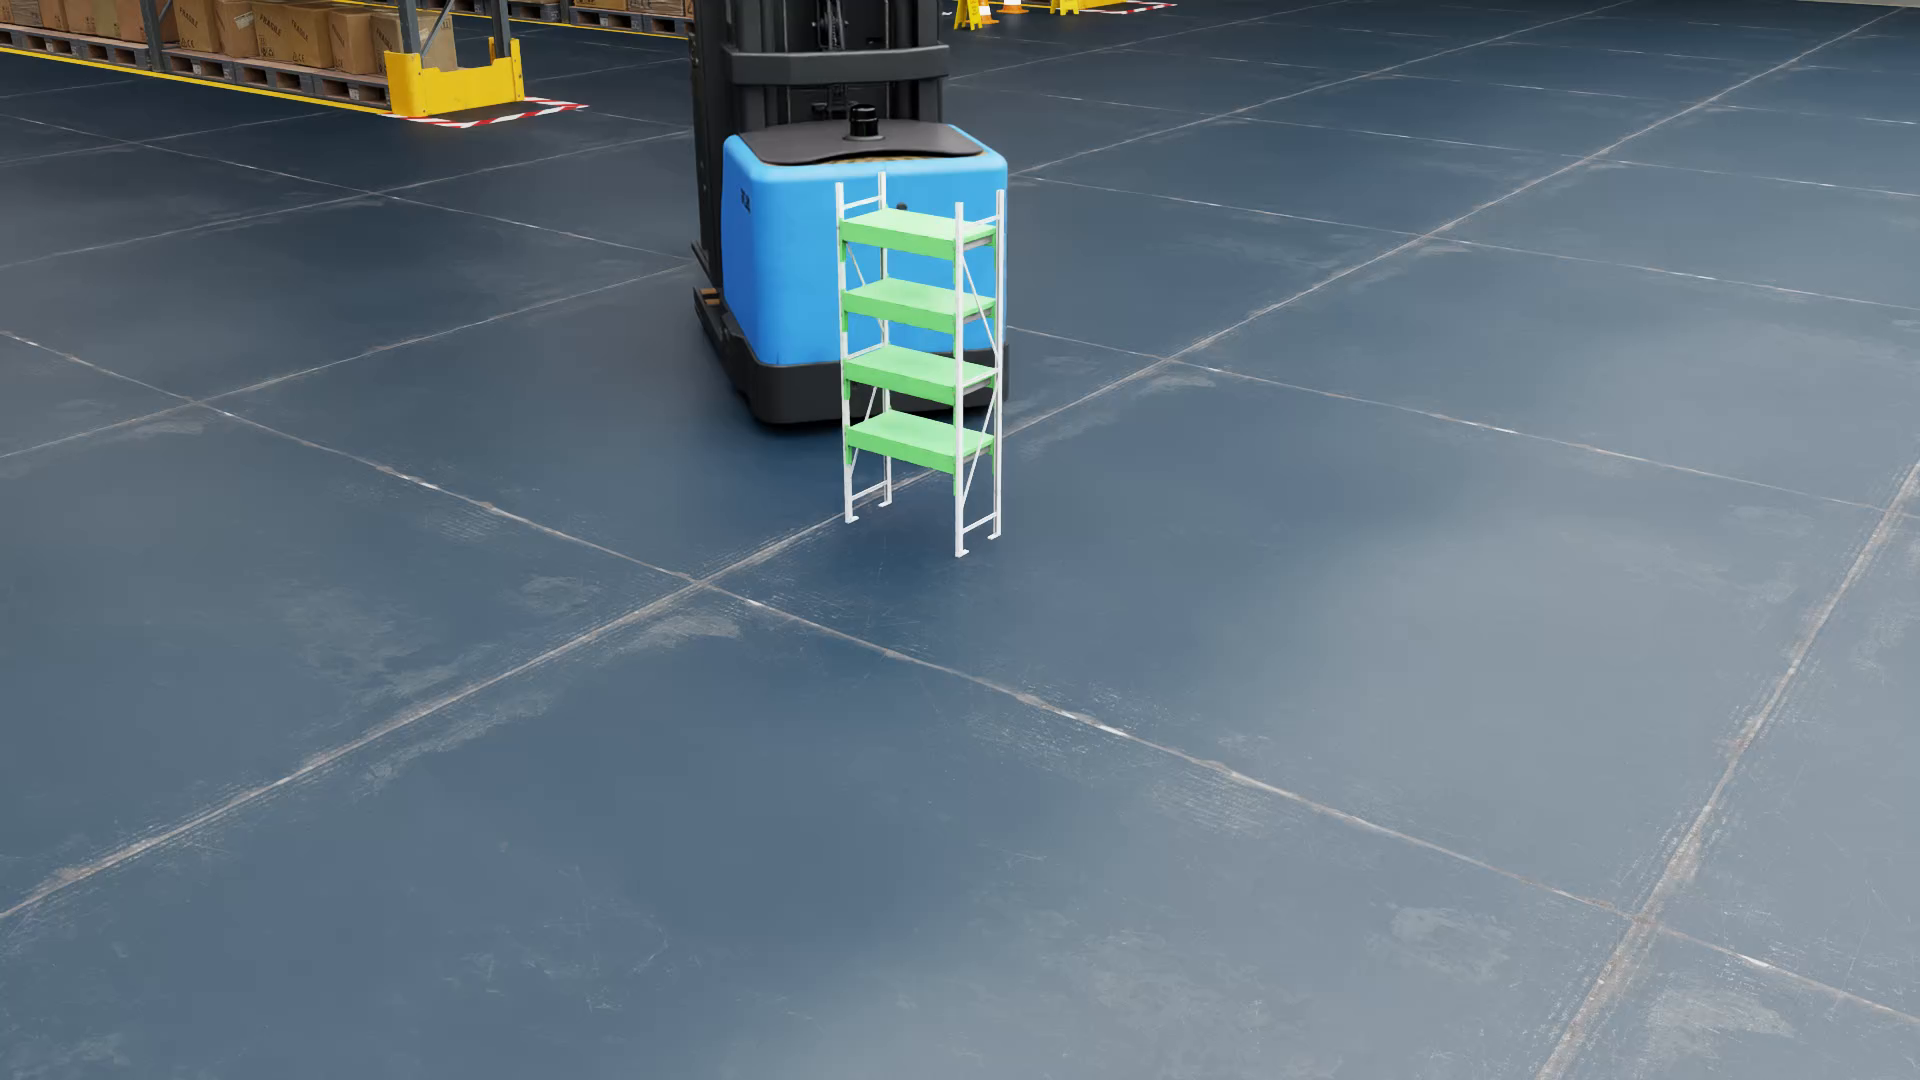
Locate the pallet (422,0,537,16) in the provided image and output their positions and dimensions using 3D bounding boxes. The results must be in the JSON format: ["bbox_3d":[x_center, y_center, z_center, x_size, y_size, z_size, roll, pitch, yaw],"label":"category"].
[{"bbox_3d":[-5.962,-6.752,20.813,1.213,0.211,1.003,17,29,33],"label":"pallet"}]

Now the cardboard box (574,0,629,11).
[{"bbox_3d":[-3.858,-6.616,19.160,0.875,0.875,0.875,17,29,34],"label":"cardboard box"}]

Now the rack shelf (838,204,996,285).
[{"bbox_3d":[-0.132,-0.970,5.431,0.480,0.148,0.258,17,29,33],"label":"rack shelf"}]

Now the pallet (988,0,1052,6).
[{"bbox_3d":[1.080,-7.175,21.774,1.213,0.211,1.003,17,29,33],"label":"pallet"}]

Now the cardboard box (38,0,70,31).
[{"bbox_3d":[-9.118,-5.599,17.293,0.500,0.500,0.700,20,31,38],"label":"cardboard box"}]

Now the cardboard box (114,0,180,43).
[{"bbox_3d":[-7.853,-5.208,16.405,0.500,0.500,0.700,14,28,29],"label":"cardboard box"}]

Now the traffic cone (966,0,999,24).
[{"bbox_3d":[0.258,-6.312,19.501,0.334,0.463,0.336,17,29,33],"label":"traffic cone"}]

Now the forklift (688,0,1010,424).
[{"bbox_3d":[-0.683,-2.373,7.500,1.130,2.935,3.031,-6,25,-14],"label":"forklift"}]

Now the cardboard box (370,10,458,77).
[{"bbox_3d":[-4.663,-4.233,14.216,0.500,0.500,0.500,-20,31,-38],"label":"cardboard box"}]

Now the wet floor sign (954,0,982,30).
[{"bbox_3d":[0.092,-6.158,18.927,0.232,0.644,0.267,12,26,24],"label":"wet floor sign"}]

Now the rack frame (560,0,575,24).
[{"bbox_3d":[-4.319,-7.571,19.213,0.127,3.000,1.000,17,29,33],"label":"rack frame"}]

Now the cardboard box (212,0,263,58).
[{"bbox_3d":[-6.616,-4.798,15.498,0.500,0.500,0.500,-16,28,-31],"label":"cardboard box"}]

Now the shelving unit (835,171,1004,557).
[{"bbox_3d":[-0.132,-0.589,5.599,0.503,1.200,0.258,17,29,33],"label":"shelving unit"}]

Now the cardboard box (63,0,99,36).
[{"bbox_3d":[-8.671,-5.465,16.987,0.500,0.500,0.700,14,27,29],"label":"cardboard box"}]

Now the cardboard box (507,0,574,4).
[{"bbox_3d":[-4.870,-6.855,19.857,0.750,0.750,1.050,17,29,33],"label":"cardboard box"}]

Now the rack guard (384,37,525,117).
[{"bbox_3d":[-4.235,-3.902,13.987,0.348,0.500,1.175,17,29,33],"label":"rack guard"}]

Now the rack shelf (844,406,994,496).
[{"bbox_3d":[-0.132,-0.311,5.721,0.480,0.148,0.258,17,29,33],"label":"rack shelf"}]

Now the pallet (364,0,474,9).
[{"bbox_3d":[-6.934,-7.047,21.483,1.213,0.211,1.003,17,29,33],"label":"pallet"}]

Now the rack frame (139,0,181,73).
[{"bbox_3d":[-7.375,-5.995,15.637,0.127,3.000,1.000,17,29,33],"label":"rack frame"}]

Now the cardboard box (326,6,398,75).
[{"bbox_3d":[-5.162,-4.366,14.519,0.500,0.500,0.500,-17,29,-34],"label":"cardboard box"}]

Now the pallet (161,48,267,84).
[{"bbox_3d":[-6.816,-4.568,15.856,1.213,0.211,1.003,17,29,33],"label":"pallet"}]

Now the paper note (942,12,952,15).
[{"bbox_3d":[-0.181,-6.453,20.358,0.142,0.019,0.148,7,25,15],"label":"paper note"}]

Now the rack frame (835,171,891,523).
[{"bbox_3d":[-0.328,-0.648,5.733,0.015,1.200,0.240,17,29,33],"label":"rack frame"}]

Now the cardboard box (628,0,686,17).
[{"bbox_3d":[-3.134,-6.400,18.669,0.875,0.875,0.875,17,29,34],"label":"cardboard box"}]

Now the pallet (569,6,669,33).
[{"bbox_3d":[-3.757,-6.086,19.301,1.213,0.211,1.003,17,29,33],"label":"pallet"}]

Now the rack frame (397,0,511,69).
[{"bbox_3d":[-4.174,-5.028,13.441,0.127,3.000,1.000,17,29,33],"label":"rack frame"}]

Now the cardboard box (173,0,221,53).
[{"bbox_3d":[-7.079,-4.934,15.807,0.500,0.500,0.500,16,28,32],"label":"cardboard box"}]

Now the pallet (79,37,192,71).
[{"bbox_3d":[-7.998,-4.907,16.625,1.213,0.211,1.003,17,29,33],"label":"pallet"}]

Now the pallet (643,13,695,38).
[{"bbox_3d":[-2.777,-5.791,18.632,1.213,0.211,1.003,17,29,33],"label":"pallet"}]

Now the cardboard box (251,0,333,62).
[{"bbox_3d":[-6.072,-4.673,15.215,0.500,0.500,0.500,14,27,29],"label":"cardboard box"}]

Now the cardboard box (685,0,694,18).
[{"bbox_3d":[-2.406,-6.178,18.167,0.875,0.875,0.875,16,29,32],"label":"cardboard box"}]

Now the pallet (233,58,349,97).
[{"bbox_3d":[-5.836,-4.273,15.187,1.213,0.211,1.003,17,29,33],"label":"pallet"}]

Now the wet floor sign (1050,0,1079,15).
[{"bbox_3d":[1.280,-6.757,20.285,0.267,0.644,0.232,-15,28,-30],"label":"wet floor sign"}]

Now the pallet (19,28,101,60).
[{"bbox_3d":[-8.979,-5.202,17.294,1.213,0.211,1.003,17,29,33],"label":"pallet"}]

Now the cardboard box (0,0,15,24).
[{"bbox_3d":[-10.027,-5.864,17.894,0.500,0.500,0.700,15,28,31],"label":"cardboard box"}]

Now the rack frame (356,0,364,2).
[{"bbox_3d":[-7.520,-8.538,21.408,0.127,3.000,1.000,17,29,33],"label":"rack frame"}]

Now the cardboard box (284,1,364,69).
[{"bbox_3d":[-5.652,-4.524,14.876,0.500,0.500,0.500,20,31,38],"label":"cardboard box"}]

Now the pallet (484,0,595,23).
[{"bbox_3d":[-4.982,-6.457,20.144,1.213,0.211,1.003,17,29,33],"label":"pallet"}]

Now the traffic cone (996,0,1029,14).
[{"bbox_3d":[0.652,-6.752,20.501,0.334,0.463,0.336,17,29,33],"label":"traffic cone"}]

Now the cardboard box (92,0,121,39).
[{"bbox_3d":[-8.223,-5.330,16.680,0.500,0.500,0.700,17,29,33],"label":"cardboard box"}]

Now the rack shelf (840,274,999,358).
[{"bbox_3d":[-0.132,-0.750,5.528,0.480,0.148,0.258,17,29,33],"label":"rack shelf"}]

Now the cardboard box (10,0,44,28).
[{"bbox_3d":[-9.576,-5.734,17.599,0.500,0.500,0.700,14,27,29],"label":"cardboard box"}]

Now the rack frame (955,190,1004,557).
[{"bbox_3d":[0.063,-0.530,5.465,0.015,1.200,0.240,17,29,33],"label":"rack frame"}]

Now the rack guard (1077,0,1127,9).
[{"bbox_3d":[1.709,-7.100,21.244,0.348,0.500,1.175,17,29,33],"label":"rack guard"}]

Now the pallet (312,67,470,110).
[{"bbox_3d":[-4.864,-3.978,14.517,1.213,0.211,1.003,17,29,33],"label":"pallet"}]

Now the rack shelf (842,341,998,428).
[{"bbox_3d":[-0.132,-0.531,5.625,0.480,0.148,0.258,17,29,33],"label":"rack shelf"}]

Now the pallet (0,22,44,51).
[{"bbox_3d":[-9.951,-5.497,17.964,1.213,0.211,1.003,17,29,33],"label":"pallet"}]
